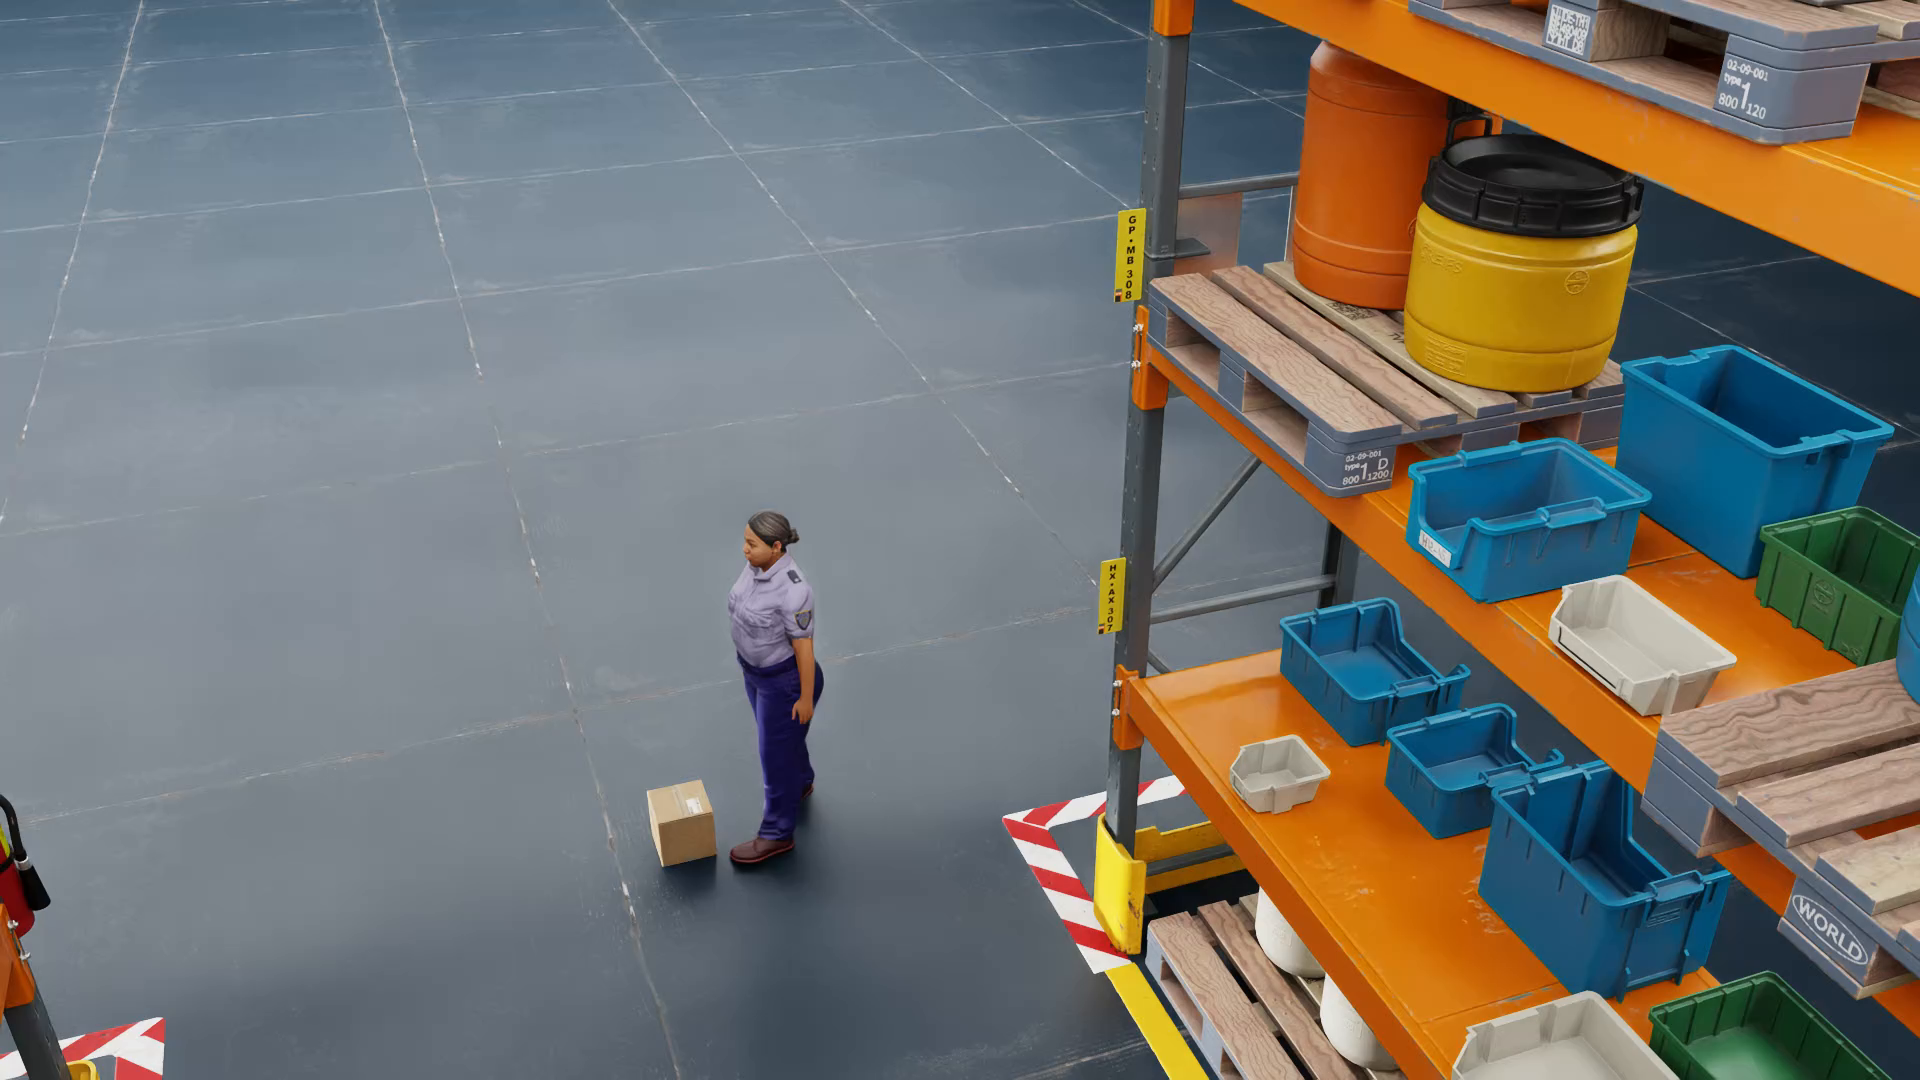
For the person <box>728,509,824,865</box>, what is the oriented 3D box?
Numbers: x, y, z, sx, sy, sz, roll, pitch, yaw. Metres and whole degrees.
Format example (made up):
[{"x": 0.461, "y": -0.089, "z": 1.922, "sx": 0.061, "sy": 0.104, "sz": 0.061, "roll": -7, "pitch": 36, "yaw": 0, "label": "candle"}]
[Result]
[{"x": -0.856, "y": 0.617, "z": 7.280, "sx": 0.547, "sy": 1.648, "sz": 0.492, "roll": -17, "pitch": 34, "yaw": -26, "label": "person"}]
